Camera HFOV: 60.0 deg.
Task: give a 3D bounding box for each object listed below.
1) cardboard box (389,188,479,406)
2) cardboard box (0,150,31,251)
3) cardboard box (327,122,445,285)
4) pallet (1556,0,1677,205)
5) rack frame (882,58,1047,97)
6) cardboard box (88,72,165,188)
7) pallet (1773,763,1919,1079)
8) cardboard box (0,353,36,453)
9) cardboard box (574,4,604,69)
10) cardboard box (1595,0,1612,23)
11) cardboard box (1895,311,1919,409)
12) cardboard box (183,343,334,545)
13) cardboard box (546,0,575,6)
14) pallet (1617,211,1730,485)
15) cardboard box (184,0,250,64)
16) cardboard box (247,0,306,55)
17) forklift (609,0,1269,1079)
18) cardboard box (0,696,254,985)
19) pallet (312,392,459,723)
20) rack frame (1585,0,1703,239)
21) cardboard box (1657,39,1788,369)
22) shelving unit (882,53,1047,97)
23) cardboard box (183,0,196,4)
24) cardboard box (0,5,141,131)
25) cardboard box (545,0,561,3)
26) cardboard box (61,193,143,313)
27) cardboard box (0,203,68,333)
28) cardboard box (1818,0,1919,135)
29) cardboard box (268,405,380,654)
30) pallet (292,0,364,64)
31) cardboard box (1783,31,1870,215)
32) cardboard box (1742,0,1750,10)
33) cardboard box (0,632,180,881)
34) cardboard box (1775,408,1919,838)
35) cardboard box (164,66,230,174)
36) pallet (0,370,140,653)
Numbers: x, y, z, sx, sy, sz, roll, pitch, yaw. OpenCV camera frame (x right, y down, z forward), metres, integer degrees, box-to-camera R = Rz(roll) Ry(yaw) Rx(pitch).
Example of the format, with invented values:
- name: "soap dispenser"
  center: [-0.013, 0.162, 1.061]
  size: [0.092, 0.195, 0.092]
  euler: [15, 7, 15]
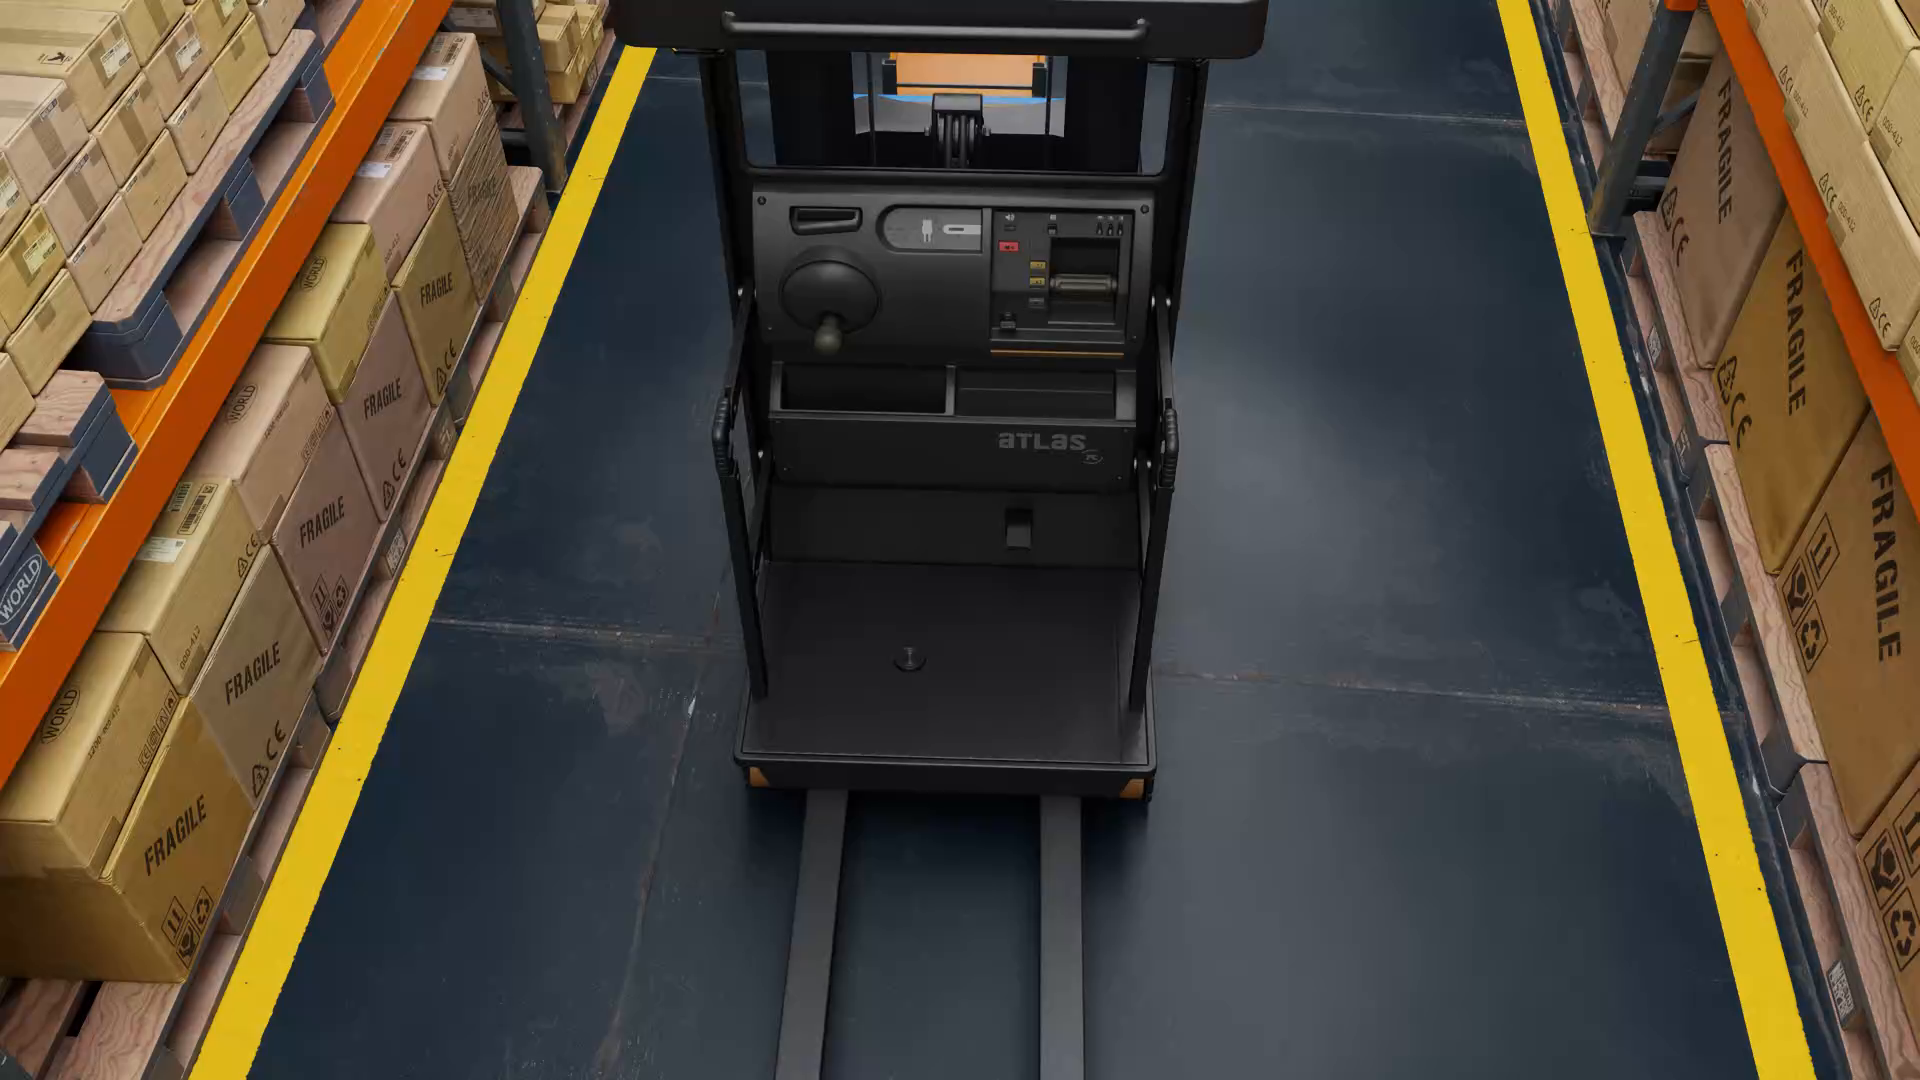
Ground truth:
- name: "cardboard box"
  center: [-1.910, -0.791, 5.350]
  size: [0.500, 0.500, 0.500]
  euler: [3, 48, 3]
- name: "cardboard box"
  center: [-2.103, -0.648, 3.292]
  size: [0.380, 0.149, 0.250]
  euler: [2, 48, 2]
- name: "cardboard box"
  center: [-1.923, -1.041, 5.070]
  size: [0.500, 0.250, 0.500]
  euler: [6, 48, 5]
- name: "pallet"
  center: [3.039, -1.785, 6.739]
  size: [1.003, 0.211, 1.213]
  euler: [4, 48, 4]
- name: "rack frame"
  center: [0.013, -1.072, 5.468]
  size: [0.500, 1.125, 0.032]
  euler: [2, 48, 2]
- name: "cardboard box"
  center: [-2.051, -0.937, 3.758]
  size: [0.380, 0.149, 0.250]
  euler: [3, 48, 3]
- name: "pallet"
  center: [2.674, 1.134, 4.070]
  size: [1.003, 0.211, 1.213]
  euler: [4, 48, 4]
- name: "cardboard box"
  center: [-2.121, -0.259, 3.340]
  size: [0.380, 0.149, 0.250]
  euler: [6, 48, 5]
- name: "cardboard box"
  center: [-1.669, -2.052, 6.741]
  size: [0.380, 0.149, 0.250]
  euler: [5, 48, 5]
- name: "cardboard box"
  center: [3.137, -2.561, 7.012]
  size: [0.875, 0.438, 0.875]
  euler: [3, 48, 2]
- name: "cardboard box"
  center: [2.408, -0.317, 3.609]
  size: [0.500, 0.250, 0.500]
  euler: [3, 48, 3]
- name: "cardboard box"
  center: [-2.003, -0.268, 4.364]
  size: [0.500, 0.250, 0.500]
  euler: [4, 48, 4]
- name: "cardboard box"
  center: [-1.761, -2.148, 6.627]
  size: [0.380, 0.149, 0.250]
  euler: [4, 48, 4]
- name: "pallet"
  center: [2.897, -0.659, 5.710]
  size: [1.003, 0.211, 1.213]
  euler: [4, 48, 4]
- name: "cardboard box"
  center: [-2.003, -1.314, 4.103]
  size: [0.380, 0.149, 0.250]
  euler: [4, 48, 4]
- name: "cardboard box"
  center: [-1.976, -1.420, 4.401]
  size: [0.380, 0.149, 0.250]
  euler: [2, 48, 2]
- name: "forklift"
  center: [-0.023, -0.525, 3.744]
  size: [1.130, 2.935, 3.031]
  euler: [2, 48, 1]
- name: "cardboard box"
  center: [-2.093, 0.708, 3.979]
  size: [0.500, 0.500, 0.500]
  euler: [2, 48, 2]
- name: "pallet"
  center: [-2.225, -0.019, 5.124]
  size: [1.003, 0.211, 1.213]
  euler: [4, 48, 4]
- name: "rack frame"
  center: [2.892, -2.172, 5.204]
  size: [1.000, 3.000, 0.127]
  euler: [4, 48, 4]
- name: "cardboard box"
  center: [2.915, -1.136, 5.411]
  size: [0.875, 0.875, 0.875]
  euler: [5, 48, 5]
- name: "shelving unit"
  center: [0.033, -1.447, 5.811]
  size: [0.538, 1.125, 1.048]
  euler: [2, 48, 2]
- name: "cardboard box"
  center: [-2.008, -1.423, 4.001]
  size: [0.380, 0.149, 0.250]
  euler: [2, 48, 2]
- name: "cardboard box"
  center: [-2.058, -1.042, 3.652]
  size: [0.380, 0.149, 0.250]
  euler: [5, 48, 5]
- name: "cardboard box"
  center: [-1.725, -2.249, 6.518]
  size: [0.380, 0.149, 0.250]
  euler: [6, 48, 5]
- name: "cardboard box"
  center: [-2.076, -0.653, 3.700]
  size: [0.380, 0.149, 0.250]
  euler: [5, 48, 5]
- name: "cardboard box"
  center: [-2.101, -0.572, 3.424]
  size: [0.380, 0.149, 0.250]
  euler: [4, 48, 4]
- name: "cardboard box"
  center: [2.479, -1.232, 4.107]
  size: [0.500, 0.250, 0.500]
  euler: [4, 48, 4]
- name: "cardboard box"
  center: [-2.008, -0.039, 4.663]
  size: [0.500, 0.500, 0.500]
  euler: [3, 48, 3]
- name: "pallet"
  center: [-2.261, -1.814, 5.007]
  size: [1.003, 0.211, 1.213]
  euler: [4, 48, 4]
- name: "cardboard box"
  center: [2.481, -1.060, 4.288]
  size: [0.500, 0.250, 0.500]
  euler: [4, 48, 3]
- name: "cardboard box"
  center: [2.589, -1.816, 4.980]
  size: [0.500, 0.250, 0.500]
  euler: [3, 48, 3]
- name: "cardboard box"
  center: [-2.107, 0.467, 3.691]
  size: [0.500, 0.250, 0.500]
  euler: [2, 48, 2]
- name: "cardboard box"
  center: [2.759, 0.185, 4.203]
  size: [0.875, 0.875, 0.875]
  euler: [4, 48, 4]
- name: "cardboard box"
  center: [-2.025, -1.029, 4.044]
  size: [0.380, 0.149, 0.250]
  euler: [2, 48, 2]
- name: "pallet"
  center: [-2.452, 0.042, 3.308]
  size: [1.213, 0.211, 1.003]
  euler: [4, 48, 4]
